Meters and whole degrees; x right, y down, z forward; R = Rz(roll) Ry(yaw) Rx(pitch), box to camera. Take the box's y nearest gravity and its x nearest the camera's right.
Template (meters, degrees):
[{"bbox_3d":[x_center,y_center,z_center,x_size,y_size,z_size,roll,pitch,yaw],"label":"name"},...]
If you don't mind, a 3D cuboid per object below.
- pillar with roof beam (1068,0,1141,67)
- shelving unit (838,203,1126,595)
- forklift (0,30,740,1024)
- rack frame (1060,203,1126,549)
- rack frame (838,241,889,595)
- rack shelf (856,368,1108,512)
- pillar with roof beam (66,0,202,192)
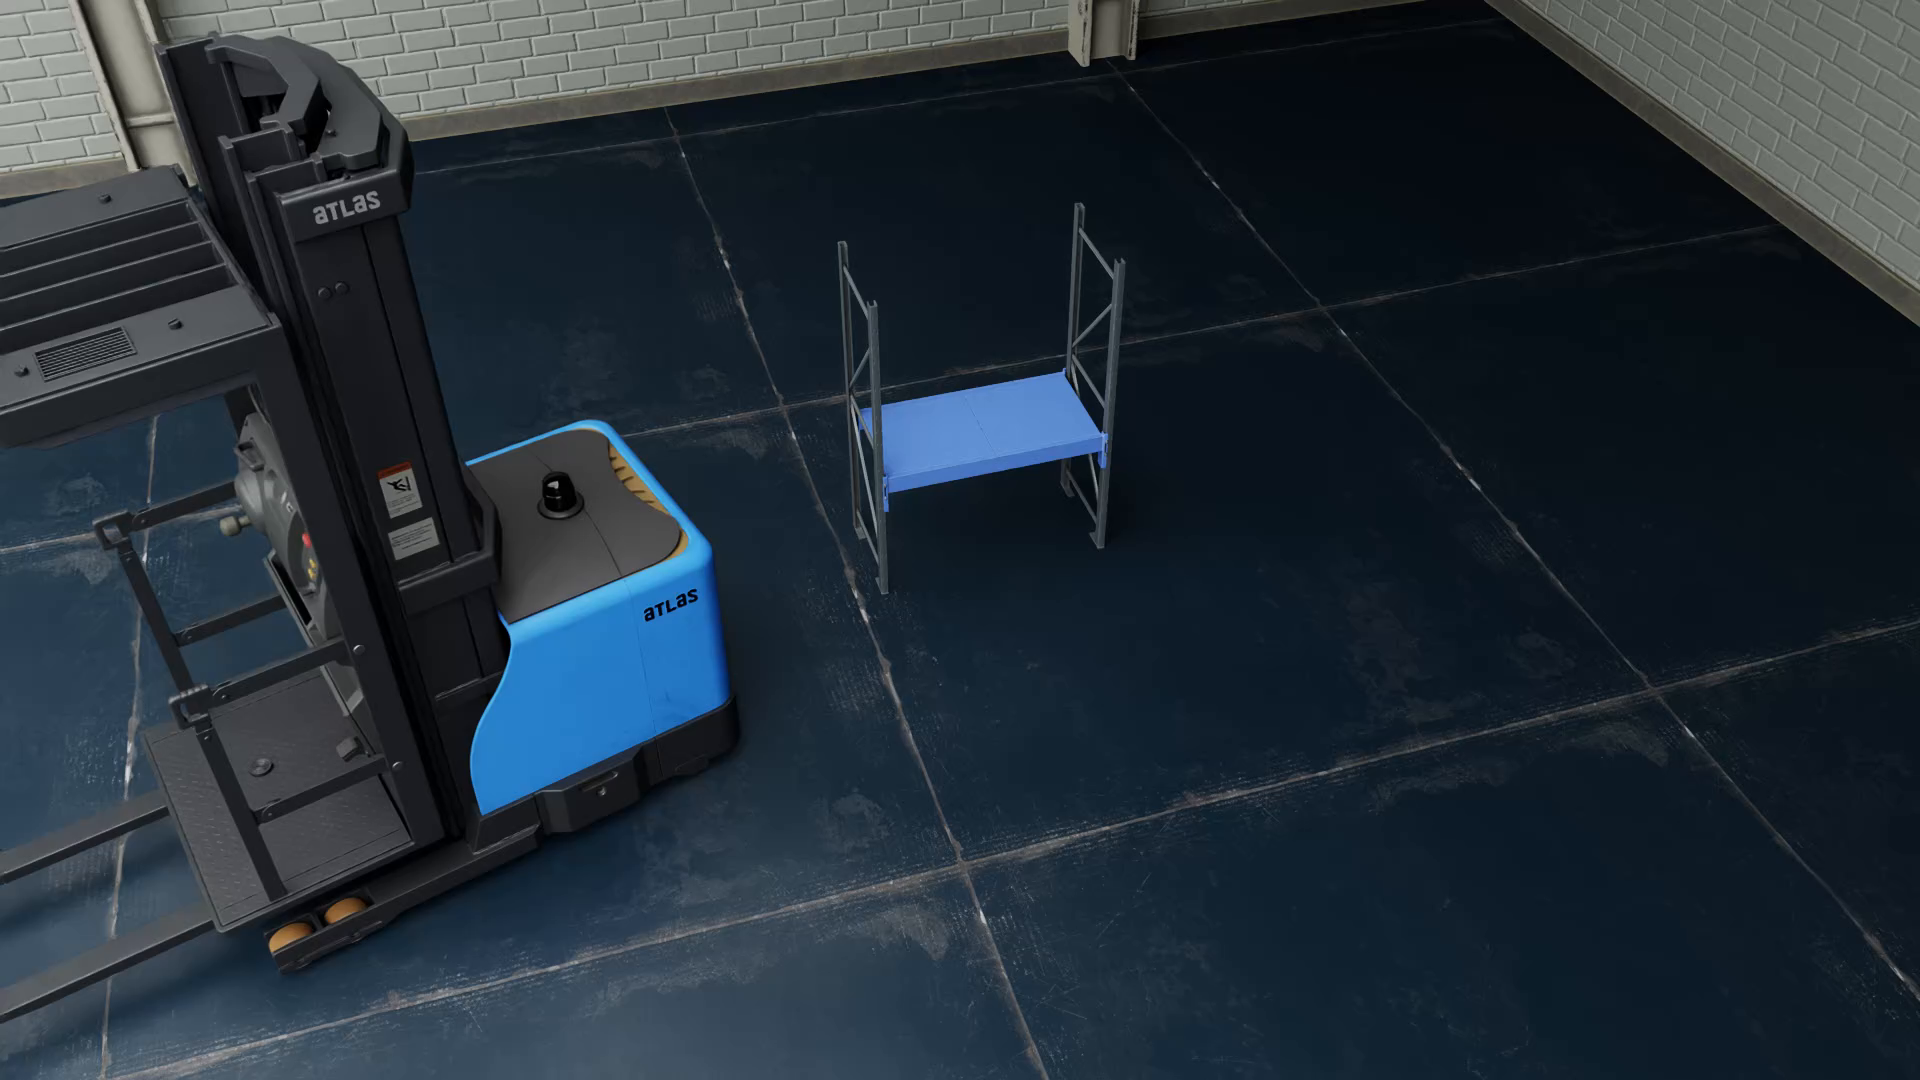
[{"bbox_3d":[2.264,-4.030,5.373,0.400,9.000,9.100,-12,42,-13],"label":"pillar with roof beam"},{"bbox_3d":[0.081,-0.582,7.125,1.048,1.500,0.538,-12,42,-13],"label":"shelving unit"},{"bbox_3d":[-2.382,0.010,5.360,3.031,2.935,1.130,-24,46,-25],"label":"forklift"},{"bbox_3d":[0.566,-0.682,7.240,0.032,1.500,0.500,-12,42,-13],"label":"rack frame"},{"bbox_3d":[-0.404,-0.481,7.010,0.032,1.500,0.500,-12,42,-13],"label":"rack frame"},{"bbox_3d":[0.081,-0.446,7.244,1.000,0.185,0.538,-12,42,-13],"label":"rack shelf"},{"bbox_3d":[-3.459,-2.844,4.016,0.400,9.000,9.100,-12,42,-13],"label":"pillar with roof beam"}]
